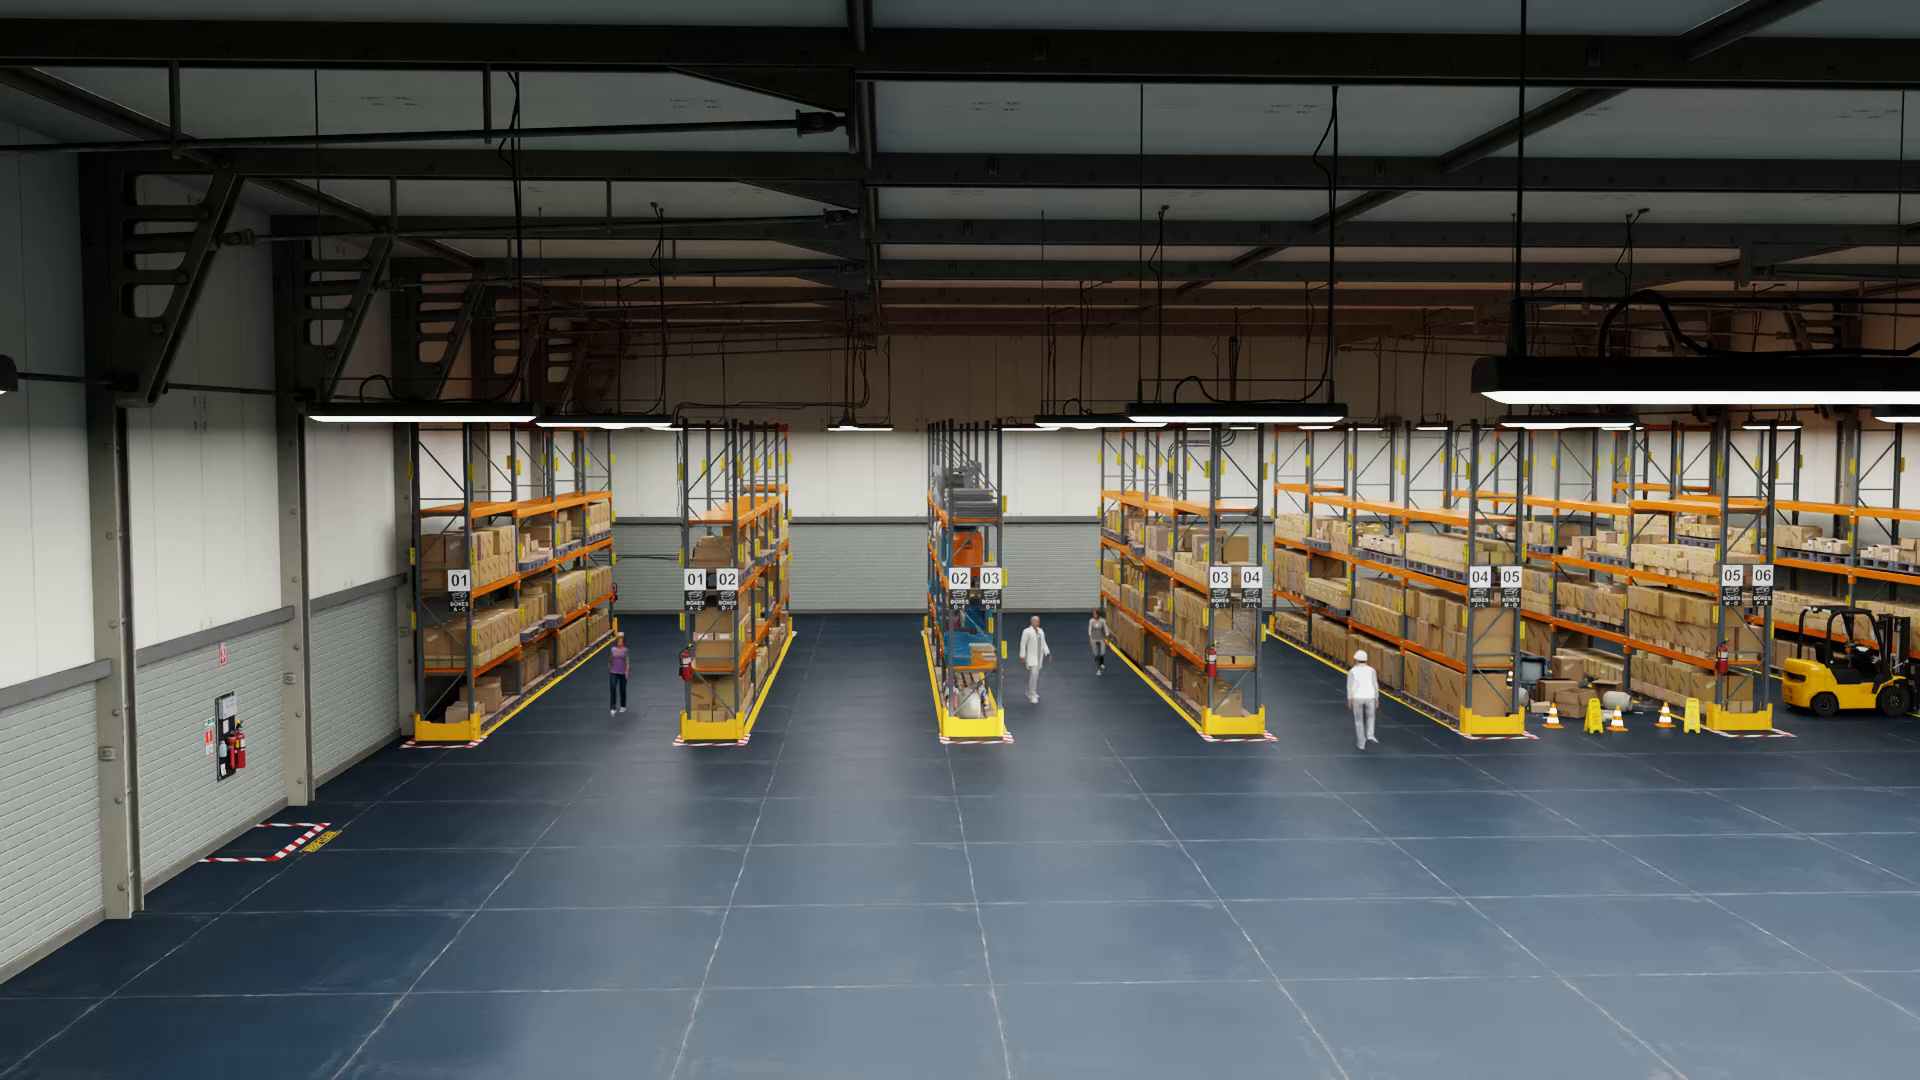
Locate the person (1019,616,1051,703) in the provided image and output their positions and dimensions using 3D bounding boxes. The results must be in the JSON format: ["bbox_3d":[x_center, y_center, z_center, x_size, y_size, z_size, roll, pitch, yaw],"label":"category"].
[{"bbox_3d":[1.611,2.551,35.729,0.688,1.820,0.661,4,5,45],"label":"person"}]

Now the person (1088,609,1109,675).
[{"bbox_3d":[3.303,2.411,39.546,0.498,1.578,0.455,1,4,11],"label":"person"}]

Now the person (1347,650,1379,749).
[{"bbox_3d":[7.325,2.894,30.261,0.571,1.763,0.478,1,4,8],"label":"person"}]

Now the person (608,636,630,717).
[{"bbox_3d":[-6.963,2.779,33.940,0.439,1.572,0.660,-1,4,-8],"label":"person"}]
